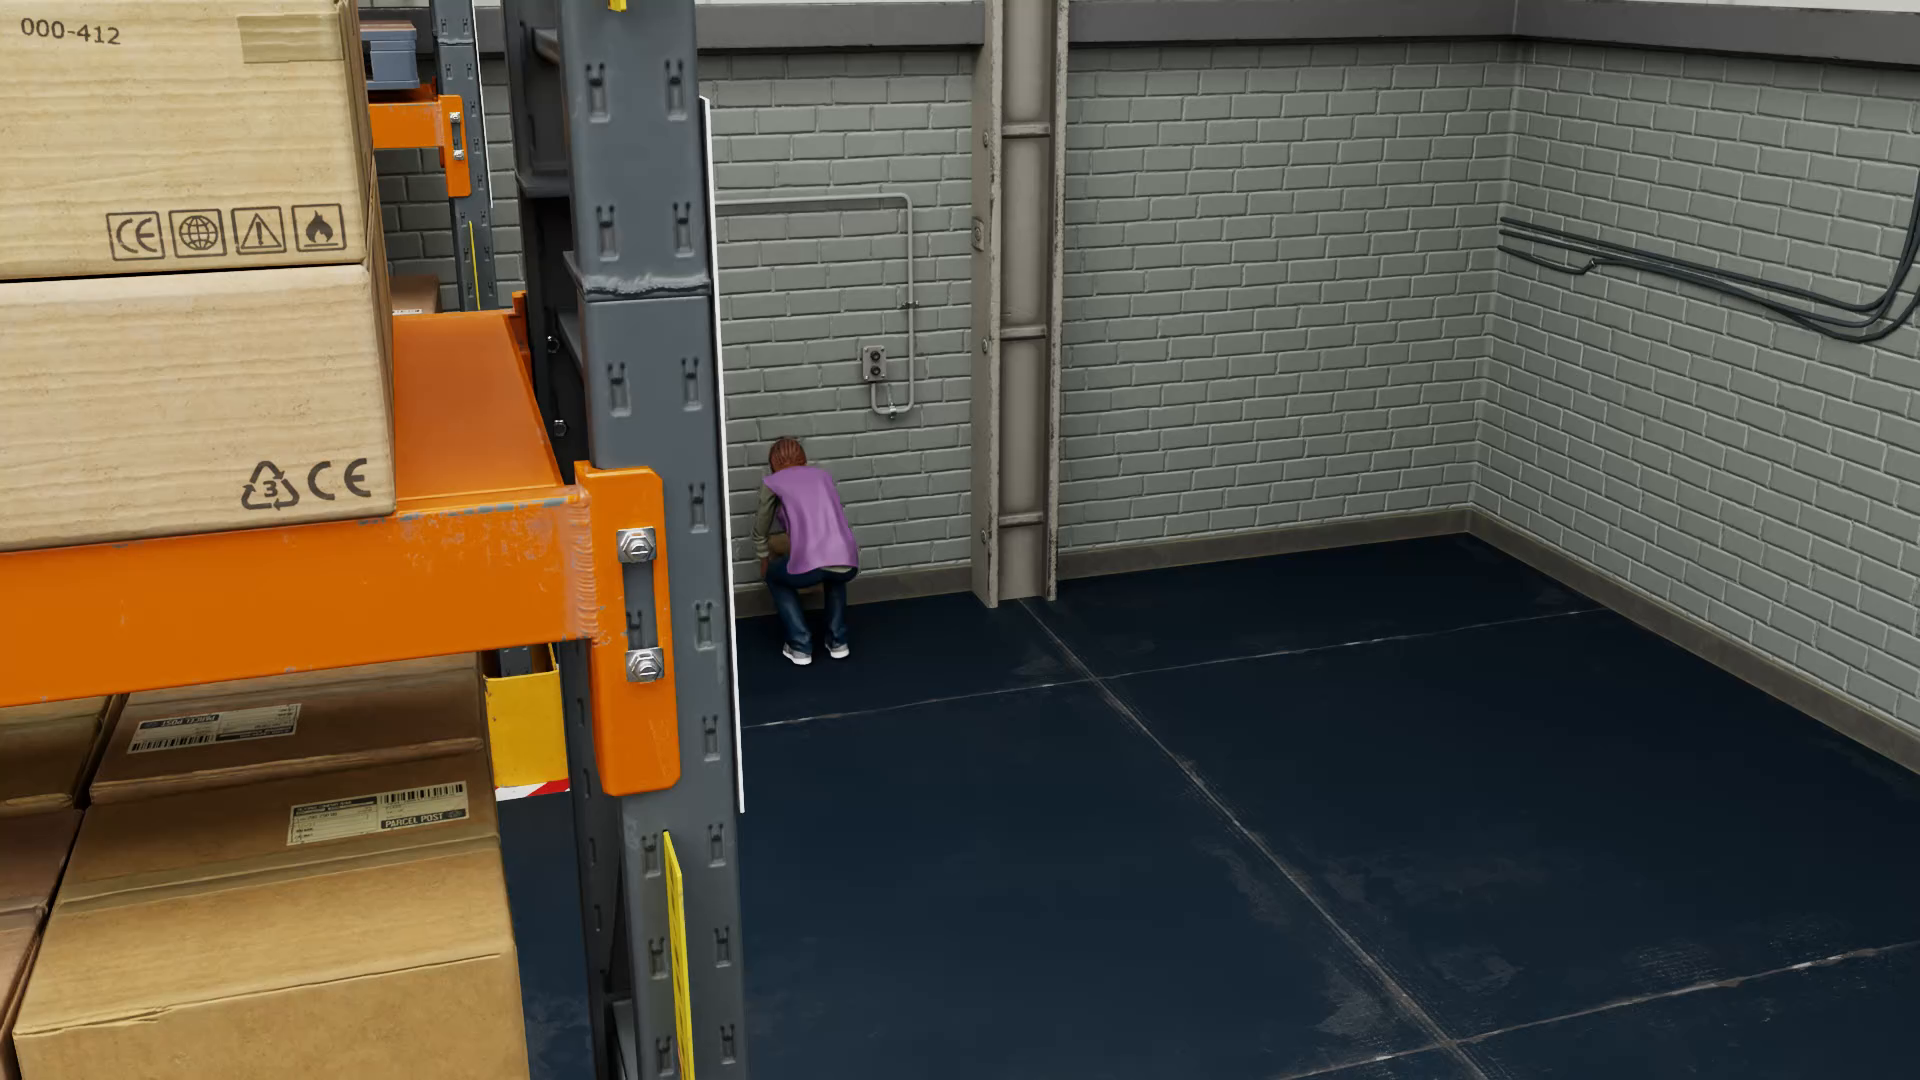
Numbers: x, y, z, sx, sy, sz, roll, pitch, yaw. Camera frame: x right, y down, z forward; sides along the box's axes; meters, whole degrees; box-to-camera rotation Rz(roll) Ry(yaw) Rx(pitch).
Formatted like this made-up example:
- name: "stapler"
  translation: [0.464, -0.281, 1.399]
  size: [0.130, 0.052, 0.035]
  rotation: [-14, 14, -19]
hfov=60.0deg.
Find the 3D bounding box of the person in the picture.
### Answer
- name: "person"
  translation: [-0.763, 0.073, 8.218]
  size: [0.455, 1.039, 0.757]
  rotation: [-6, 20, -17]
